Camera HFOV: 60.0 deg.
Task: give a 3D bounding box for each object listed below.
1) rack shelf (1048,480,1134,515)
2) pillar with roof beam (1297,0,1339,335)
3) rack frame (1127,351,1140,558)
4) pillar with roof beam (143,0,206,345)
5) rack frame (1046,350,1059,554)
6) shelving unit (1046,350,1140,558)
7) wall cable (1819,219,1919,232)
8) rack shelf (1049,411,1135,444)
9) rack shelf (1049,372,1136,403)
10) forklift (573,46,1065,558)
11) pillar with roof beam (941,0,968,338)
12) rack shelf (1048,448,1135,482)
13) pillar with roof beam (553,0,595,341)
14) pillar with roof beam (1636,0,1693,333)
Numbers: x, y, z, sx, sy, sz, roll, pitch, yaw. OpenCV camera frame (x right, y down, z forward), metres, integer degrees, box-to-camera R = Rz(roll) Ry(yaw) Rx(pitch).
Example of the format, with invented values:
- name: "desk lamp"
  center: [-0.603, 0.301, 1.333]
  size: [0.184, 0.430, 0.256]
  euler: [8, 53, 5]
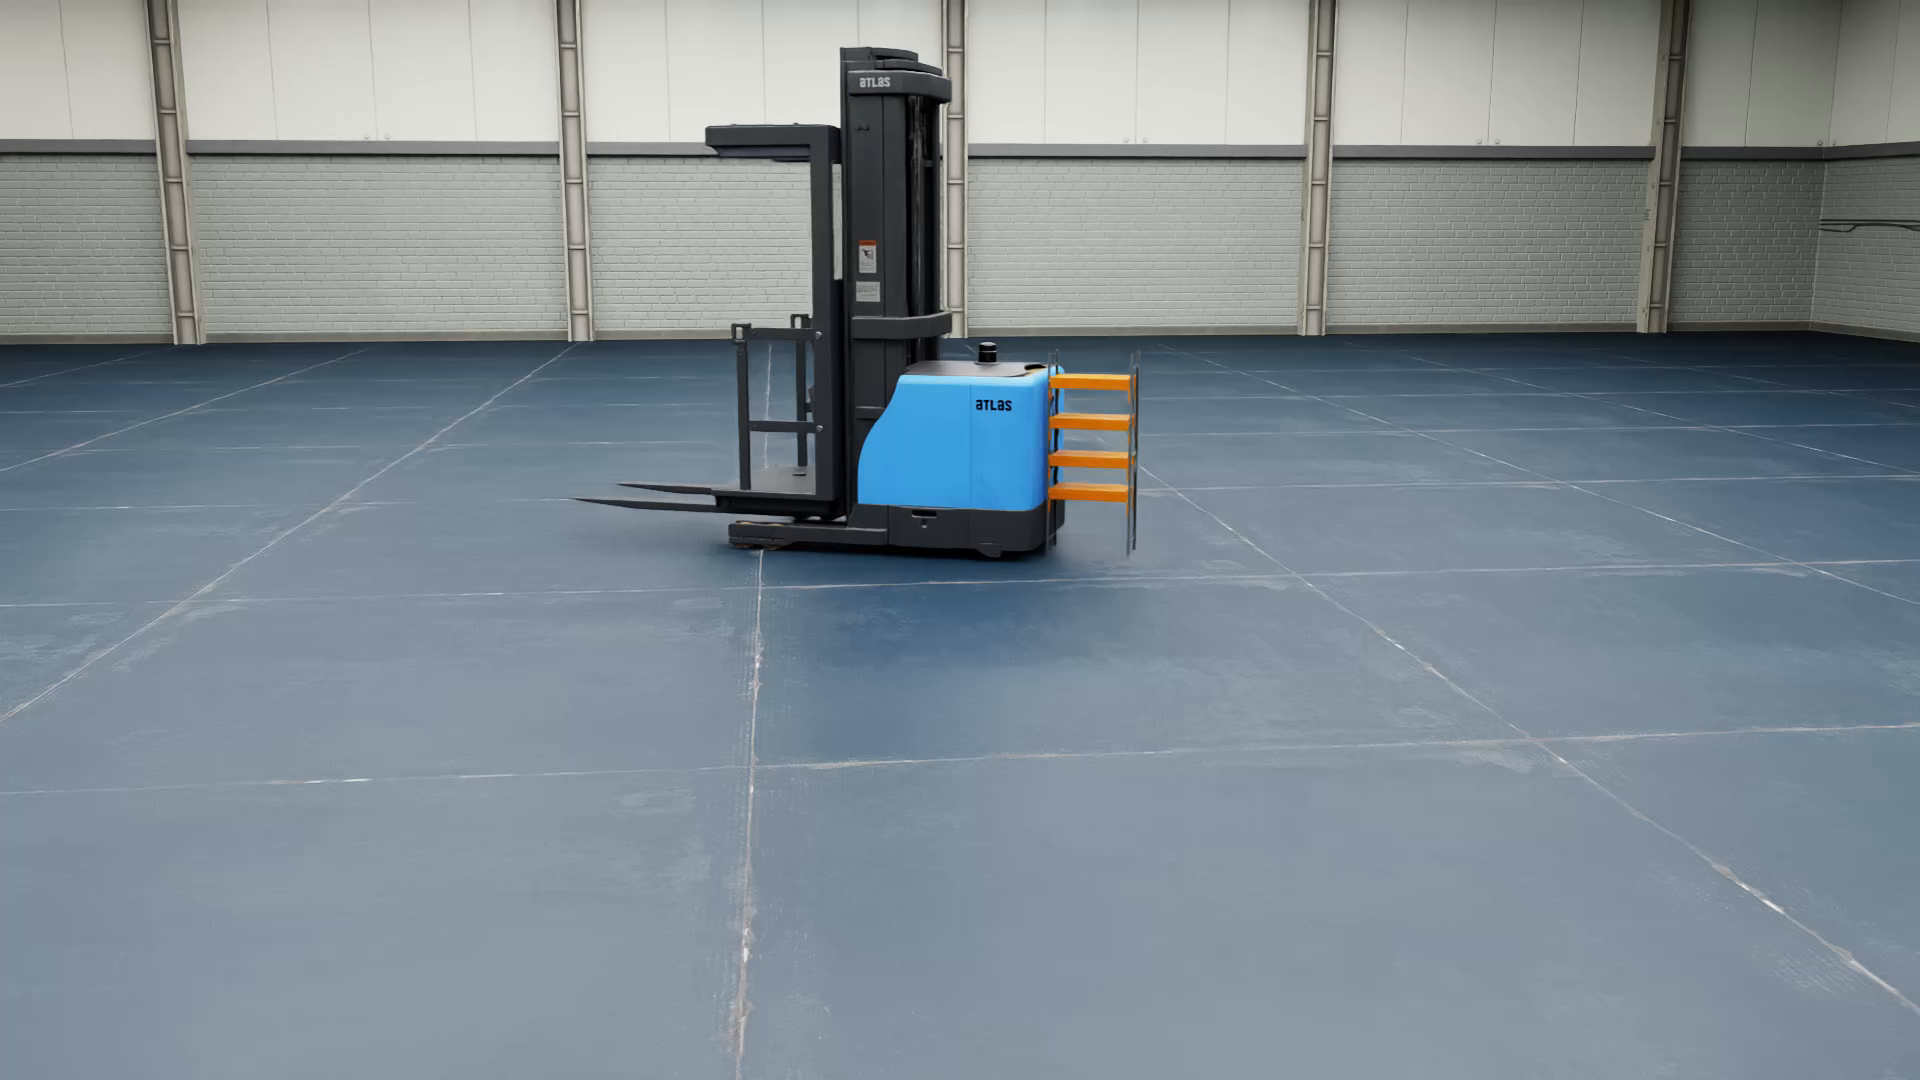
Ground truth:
- name: "rack shelf"
  center: [0.787, -0.254, 9.927]
  size: [0.480, 0.148, 0.258]
  euler: [3, 12, 15]
- name: "pillar with roof beam"
  center: [6.345, -7.031, 22.803]
  size: [0.400, 9.000, 9.100]
  euler: [-1, 11, -6]
- name: "rack frame"
  center: [1.022, -0.502, 9.812]
  size: [0.015, 1.200, 0.240]
  euler: [3, 12, 15]
- name: "pillar with roof beam"
  center: [-11.550, -6.656, 20.895]
  size: [0.400, 9.000, 9.100]
  euler: [-1, 11, -6]
- name: "rack frame"
  center: [0.551, -0.527, 9.939]
  size: [0.015, 1.200, 0.240]
  euler: [3, 12, 15]
- name: "shelving unit"
  center: [0.787, -0.515, 9.876]
  size: [0.503, 1.200, 0.258]
  euler: [3, 12, 15]
- name: "wall cable"
  center: [14.916, -6.265, 26.960]
  size: [0.112, 2.526, 3.097]
  euler: [-1, 11, -6]
- name: "rack shelf"
  center: [0.787, -0.668, 9.845]
  size: [0.480, 0.148, 0.258]
  euler: [3, 12, 15]
- name: "rack shelf"
  center: [0.787, -0.900, 9.800]
  size: [0.480, 0.148, 0.258]
  euler: [3, 12, 15]
- name: "forklift"
  center: [-0.911, -1.469, 10.240]
  size: [3.031, 2.935, 1.130]
  euler: [3, 12, 15]
- name: "pillar with roof beam"
  center: [0.380, -6.906, 22.167]
  size: [0.400, 9.000, 9.100]
  euler: [-1, 11, -6]
- name: "rack shelf"
  center: [0.787, -0.449, 9.889]
  size: [0.480, 0.148, 0.258]
  euler: [3, 12, 15]
- name: "pillar with roof beam"
  center: [-5.585, -6.781, 21.531]
  size: [0.400, 9.000, 9.100]
  euler: [-1, 11, -6]
- name: "pillar with roof beam"
  center: [12.310, -7.156, 23.439]
  size: [0.400, 9.000, 9.100]
  euler: [-1, 11, -6]
